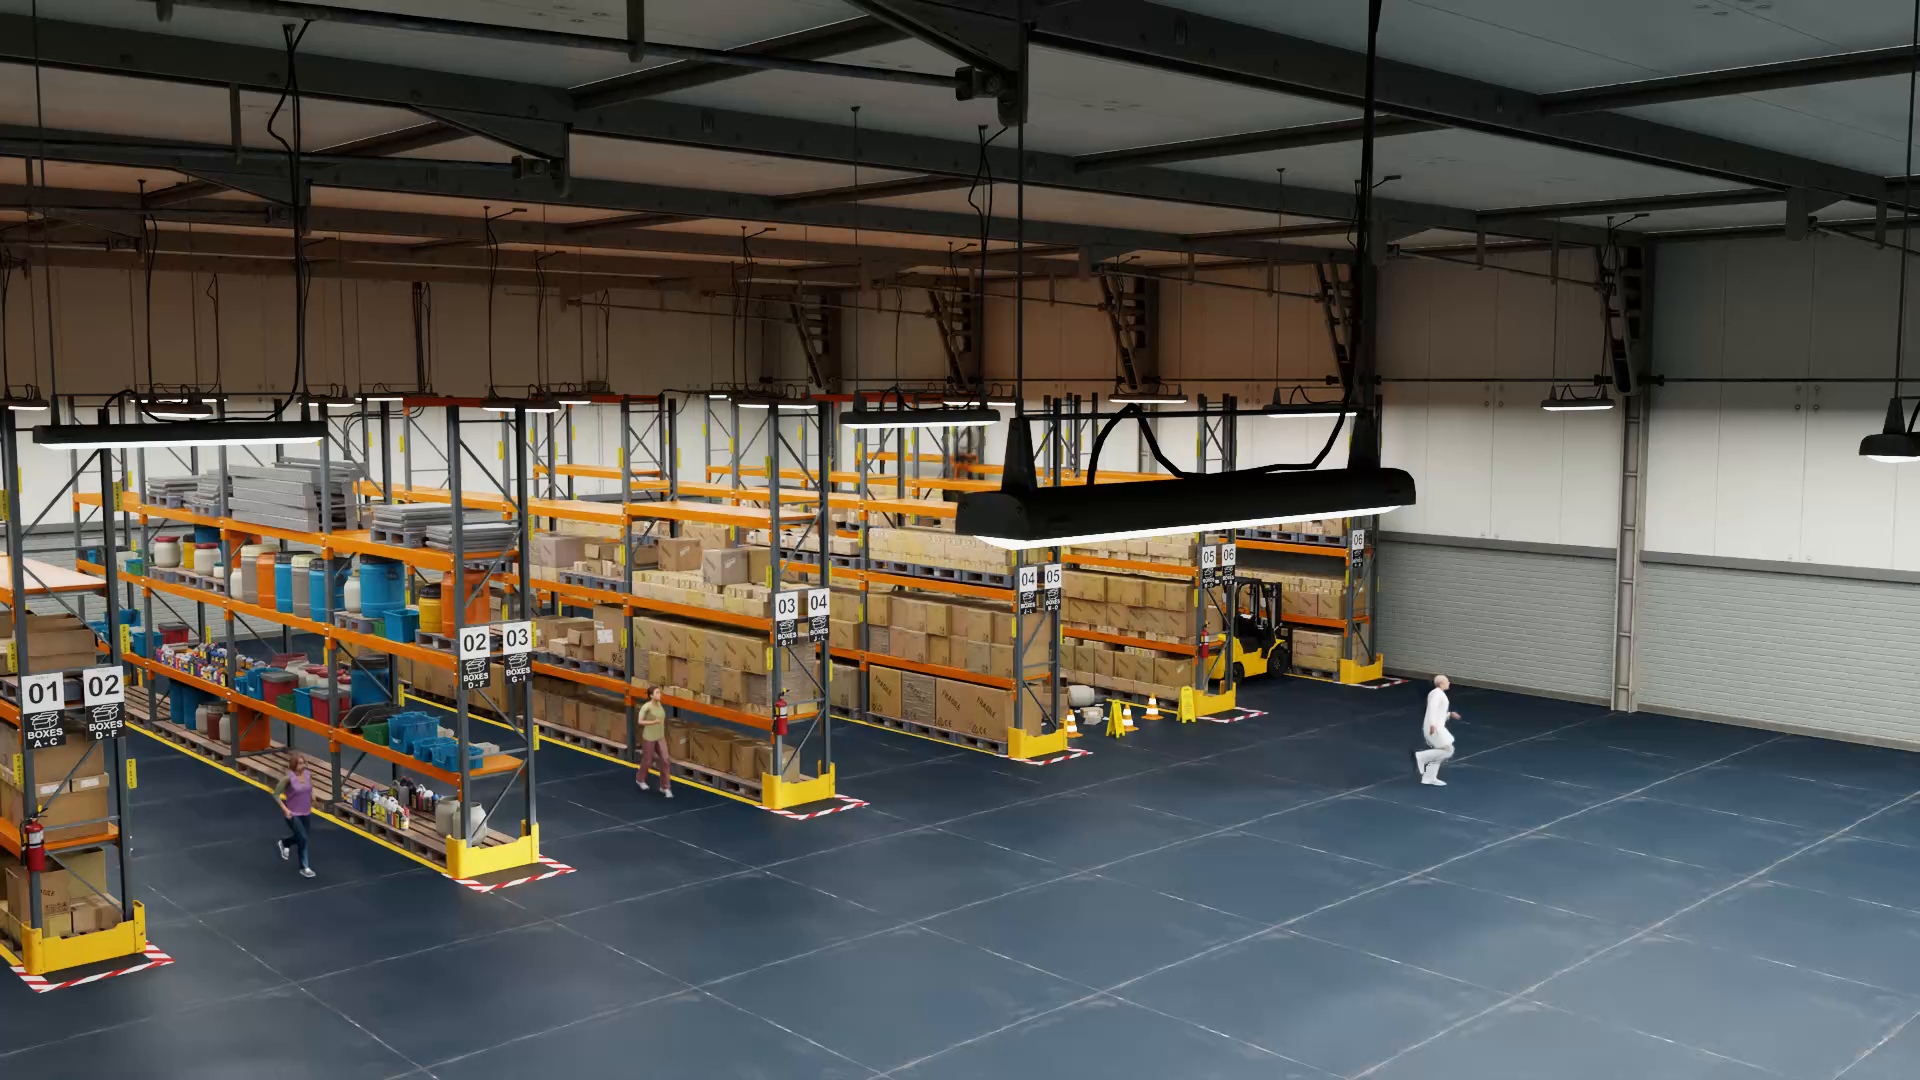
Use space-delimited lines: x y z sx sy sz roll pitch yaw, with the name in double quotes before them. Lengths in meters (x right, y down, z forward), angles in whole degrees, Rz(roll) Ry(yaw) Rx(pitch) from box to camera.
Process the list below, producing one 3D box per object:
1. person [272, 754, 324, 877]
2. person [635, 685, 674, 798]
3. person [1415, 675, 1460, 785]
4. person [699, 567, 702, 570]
"person" -8.544 3.506 21.296 0.744 1.570 0.526 3 6 31
"person" -4.706 3.062 25.313 0.824 1.711 0.550 5 7 40
"person" 7.476 2.975 25.971 0.711 1.730 0.758 0 6 3
"person" -6.951 1.248 43.698 0.669 1.733 0.760 5 7 42
